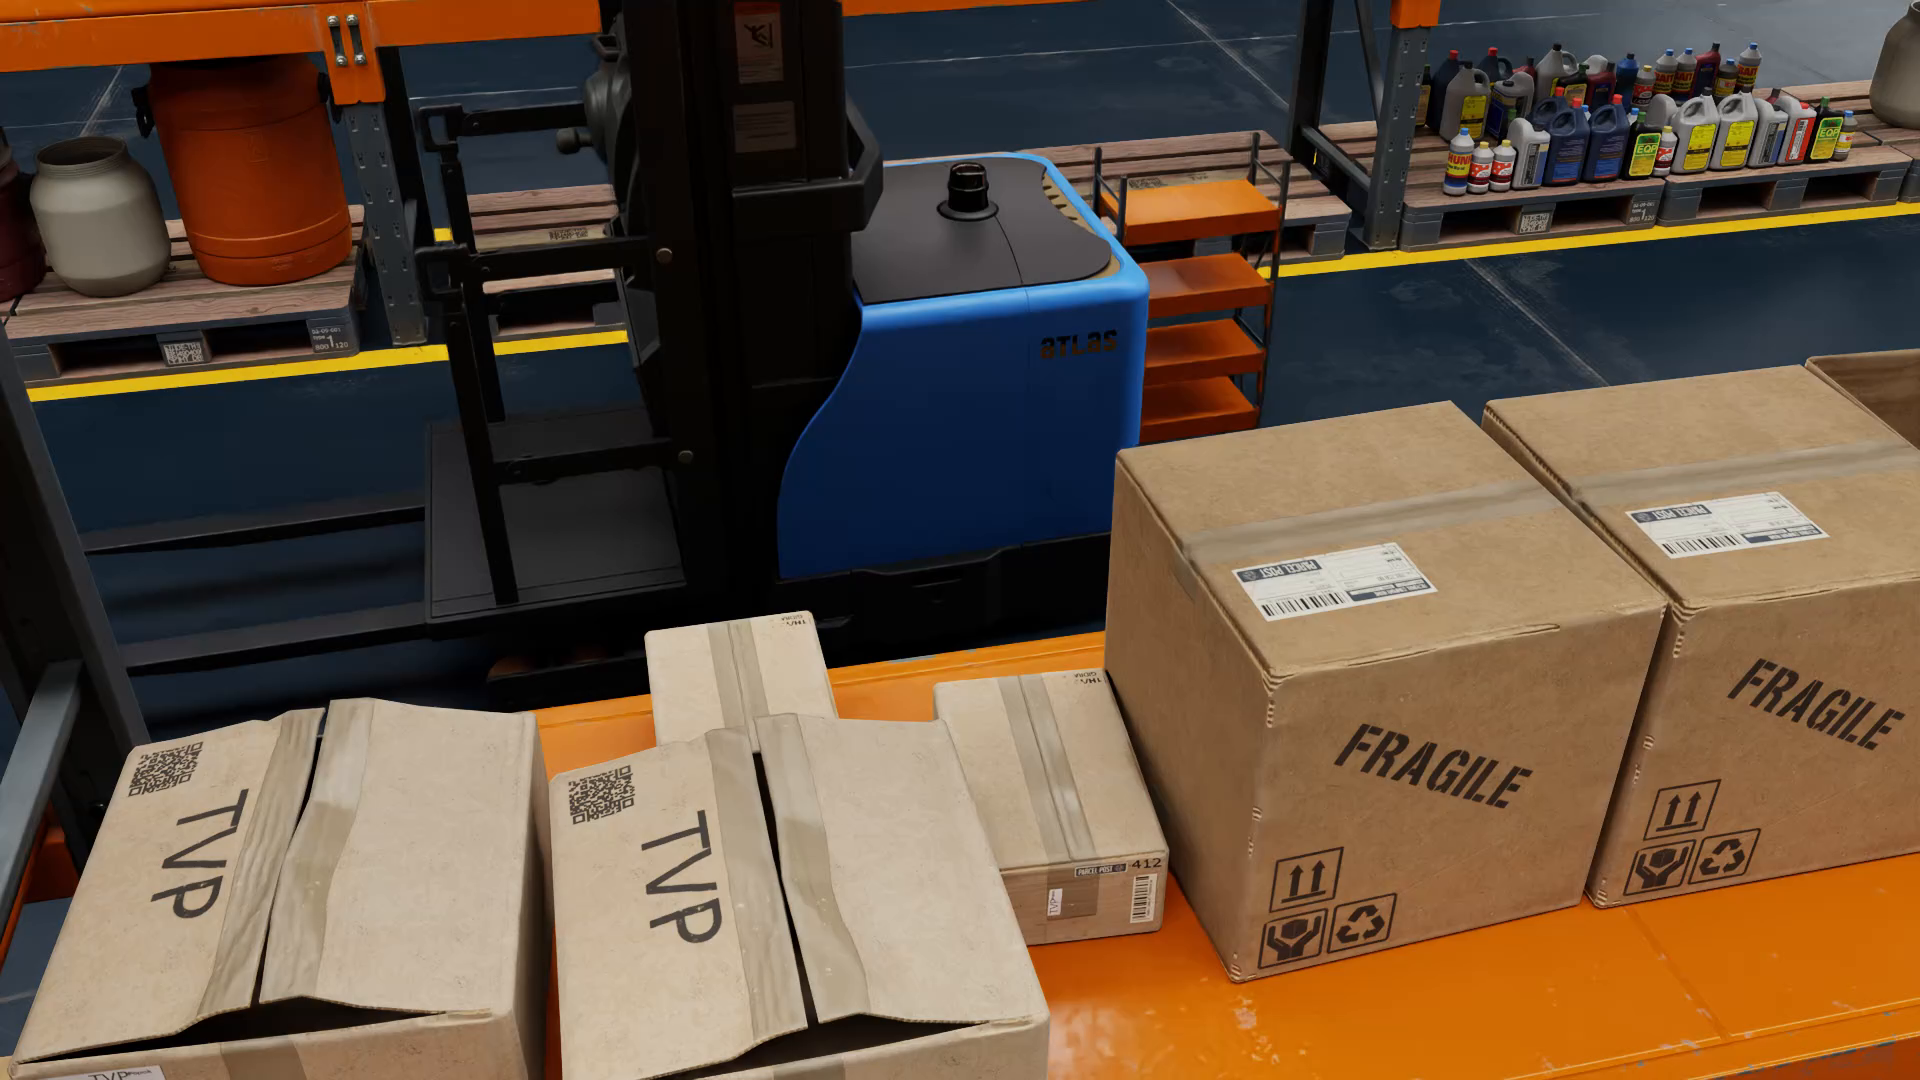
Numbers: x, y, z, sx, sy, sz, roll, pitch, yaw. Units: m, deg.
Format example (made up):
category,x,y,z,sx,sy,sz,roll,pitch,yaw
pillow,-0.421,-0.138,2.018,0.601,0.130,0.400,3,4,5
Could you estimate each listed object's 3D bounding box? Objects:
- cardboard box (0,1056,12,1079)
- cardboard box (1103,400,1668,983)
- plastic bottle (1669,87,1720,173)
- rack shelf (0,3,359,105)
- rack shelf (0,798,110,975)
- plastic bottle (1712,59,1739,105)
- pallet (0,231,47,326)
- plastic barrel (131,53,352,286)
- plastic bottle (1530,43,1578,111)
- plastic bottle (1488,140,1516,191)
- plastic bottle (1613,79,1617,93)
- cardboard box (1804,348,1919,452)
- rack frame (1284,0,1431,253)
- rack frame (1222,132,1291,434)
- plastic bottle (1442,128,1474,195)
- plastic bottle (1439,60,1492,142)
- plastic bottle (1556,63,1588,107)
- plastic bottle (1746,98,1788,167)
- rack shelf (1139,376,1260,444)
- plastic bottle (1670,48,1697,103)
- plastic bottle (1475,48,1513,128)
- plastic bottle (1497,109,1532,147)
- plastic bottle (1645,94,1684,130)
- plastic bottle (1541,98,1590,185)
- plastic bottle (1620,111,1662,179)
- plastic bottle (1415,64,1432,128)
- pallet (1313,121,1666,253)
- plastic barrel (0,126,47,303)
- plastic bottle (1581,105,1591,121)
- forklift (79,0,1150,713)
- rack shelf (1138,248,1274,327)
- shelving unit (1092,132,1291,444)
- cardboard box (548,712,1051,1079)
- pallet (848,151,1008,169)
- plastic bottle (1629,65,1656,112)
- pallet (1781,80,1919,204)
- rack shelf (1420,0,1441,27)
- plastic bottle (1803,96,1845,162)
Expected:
category,x,y,z,sx,sy,sz,roll,pitch,yaw
cardboard box,-1.627,1.193,2.628,0.500,0.500,0.500,-6,34,-9
cardboard box,0.513,0.181,2.199,0.500,0.500,0.500,-9,35,-13
plastic bottle,3.170,-1.779,7.191,0.185,0.351,0.144,-7,35,-11
rack shelf,-4.160,-1.710,5.753,4.000,0.370,1.077,-7,35,-11
rack shelf,-3.070,0.982,1.740,4.000,0.370,1.077,-7,35,-11
plastic bottle,3.656,-2.193,7.942,0.097,0.201,0.097,0,34,0
pallet,-4.156,-0.830,6.297,1.213,0.211,1.003,-7,35,-11
plastic barrel,-2.682,-1.459,6.303,0.708,0.830,0.600,-7,35,-11
plastic bottle,2.759,-2.129,7.712,0.185,0.351,0.144,-7,35,-11
plastic bottle,2.298,-1.593,7.049,0.097,0.201,0.097,0,34,0
plastic bottle,3.028,-2.114,7.824,0.097,0.201,0.097,0,34,0
cardboard box,1.515,0.055,2.387,0.500,0.500,0.500,-5,34,-7
rack frame,1.693,-2.747,6.651,0.127,3.000,1.000,-7,35,-11
rack frame,0.897,-0.636,5.120,0.015,1.200,0.240,-8,35,-12
plastic bottle,2.100,-1.597,6.992,0.097,0.271,0.097,0,34,0
plastic bottle,2.289,-1.987,7.501,0.185,0.351,0.144,-7,35,-11
plastic bottle,2.807,-2.048,7.653,0.133,0.283,0.061,-7,35,-11
plastic bottle,3.512,-1.793,7.279,0.135,0.276,0.152,-8,35,-12
rack shelf,0.661,-0.380,5.217,0.480,0.148,0.258,-8,35,-12
plastic bottle,3.423,-2.193,7.879,0.097,0.271,0.097,0,34,0
plastic bottle,2.444,-2.089,7.653,0.185,0.351,0.144,-9,35,-13
plastic bottle,2.385,-1.715,7.156,0.133,0.283,0.061,-7,35,-11
plastic bottle,3.113,-1.825,7.327,0.135,0.276,0.152,-7,35,-11
plastic bottle,2.571,-1.703,7.079,0.185,0.351,0.144,-6,34,-9
plastic bottle,2.926,-1.696,7.128,0.133,0.283,0.061,-6,34,-8
plastic bottle,2.089,-2.040,7.641,0.133,0.283,0.061,-6,34,-8
pallet,2.357,-1.649,7.517,1.213,0.211,1.003,-7,35,-11
plastic barrel,-3.784,-1.220,6.163,0.708,0.588,0.600,-7,35,-11
plastic bottle,2.686,-1.754,7.225,0.097,0.271,0.097,0,34,0
forklift,-1.058,-1.062,4.203,3.031,2.935,1.130,-8,35,-12
rack shelf,0.661,-0.731,4.982,0.480,0.148,0.258,-8,35,-12
shelving unit,0.661,-0.601,5.069,0.503,1.200,0.258,-8,35,-12
cardboard box,-0.205,0.470,1.938,0.500,0.311,0.500,-8,35,-11
pallet,-0.257,-1.319,7.027,1.213,0.211,1.003,-7,35,-11
plastic bottle,3.228,-2.139,7.862,0.097,0.201,0.097,0,34,0
pallet,4.737,-1.949,7.964,1.213,0.211,1.003,-7,35,-11
rack shelf,3.643,-2.694,7.218,4.000,0.370,1.077,-7,35,-11
plastic bottle,3.790,-1.805,7.291,0.133,0.283,0.061,-6,34,-9
